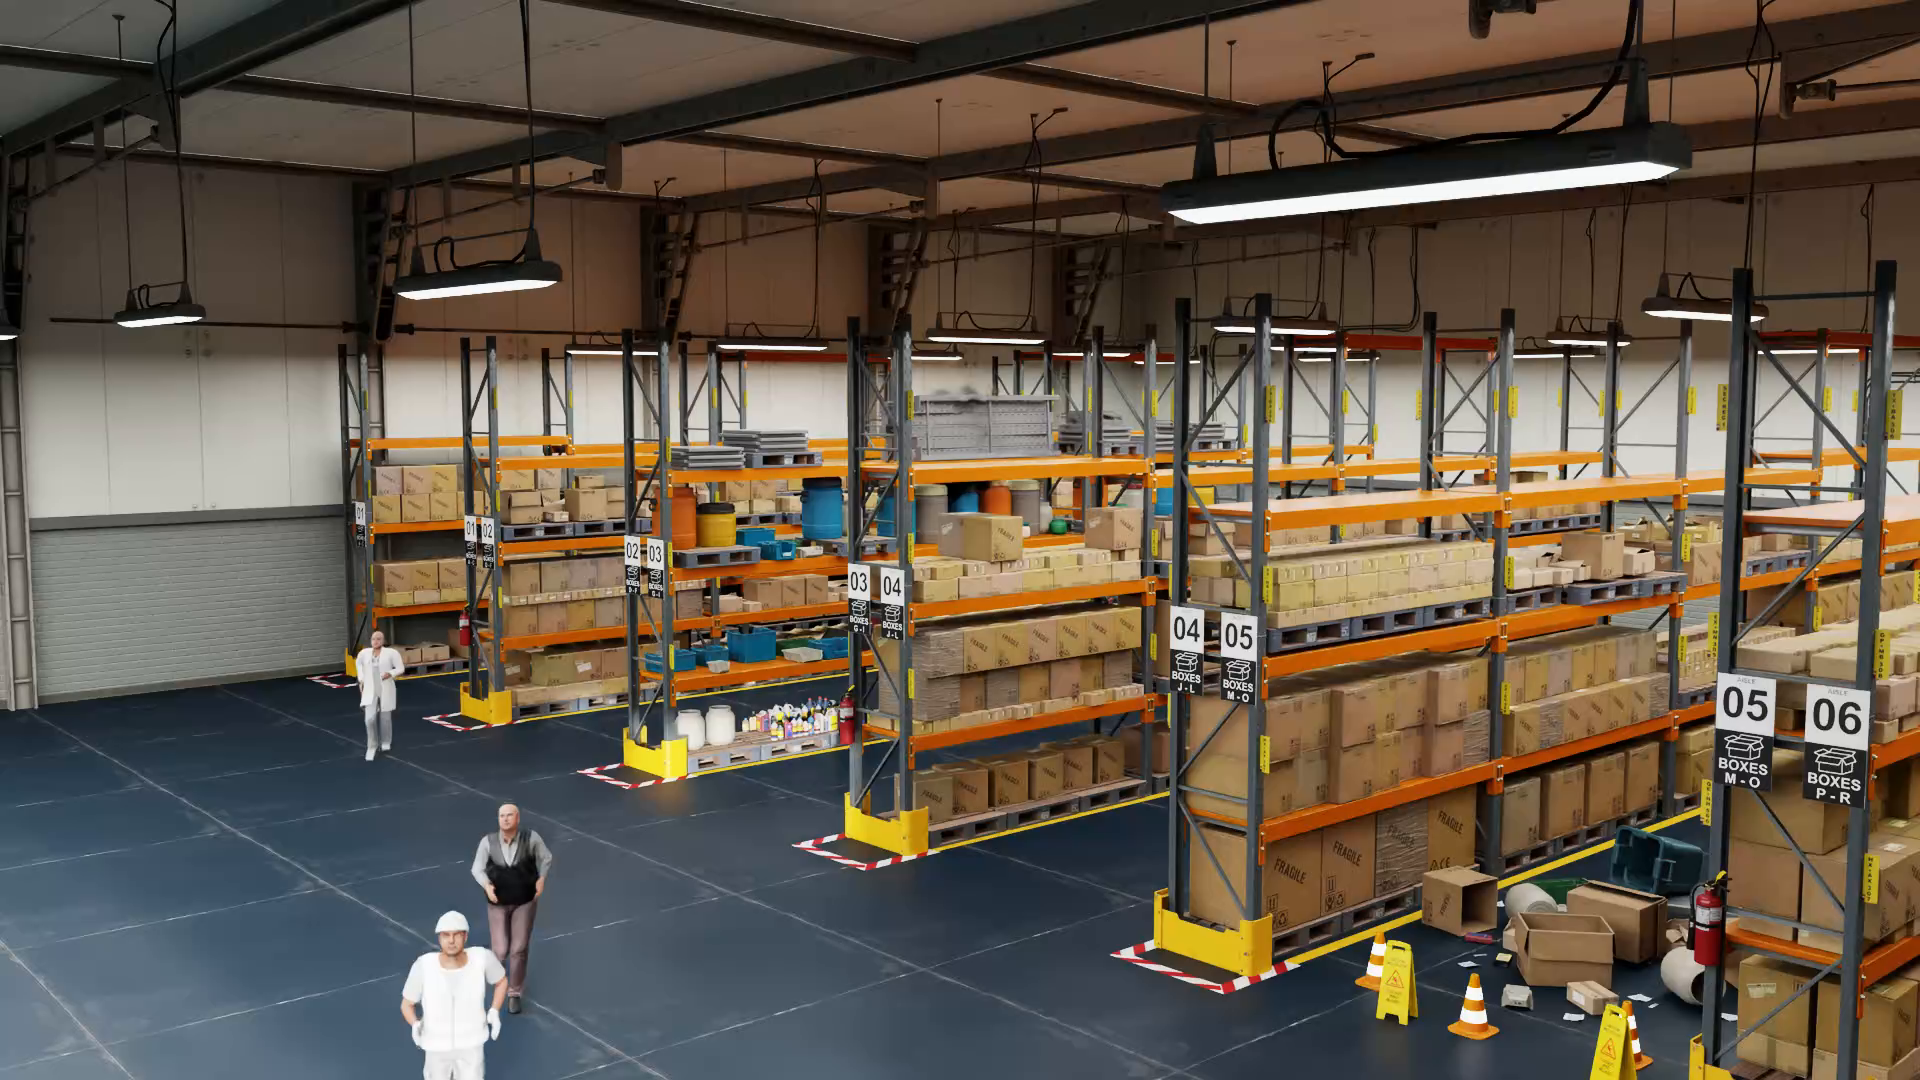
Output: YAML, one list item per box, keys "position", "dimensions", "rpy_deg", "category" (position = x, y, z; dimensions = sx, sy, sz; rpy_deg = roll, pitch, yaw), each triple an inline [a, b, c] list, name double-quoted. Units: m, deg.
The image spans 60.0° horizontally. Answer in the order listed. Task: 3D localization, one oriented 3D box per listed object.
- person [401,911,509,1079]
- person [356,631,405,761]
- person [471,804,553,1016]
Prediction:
- position: [-3.317, 3.308, 10.946]
  dimensions: [0.681, 1.766, 0.878]
  rpy_deg: [-1, 5, -15]
  category: "person"
- position: [-8.179, 2.191, 23.455]
  dimensions: [0.689, 1.830, 0.841]
  rpy_deg: [-1, 5, -13]
  category: "person"
- position: [-3.789, 3.068, 14.110]
  dimensions: [0.669, 1.720, 0.821]
  rpy_deg: [-1, 5, -12]
  category: "person"
